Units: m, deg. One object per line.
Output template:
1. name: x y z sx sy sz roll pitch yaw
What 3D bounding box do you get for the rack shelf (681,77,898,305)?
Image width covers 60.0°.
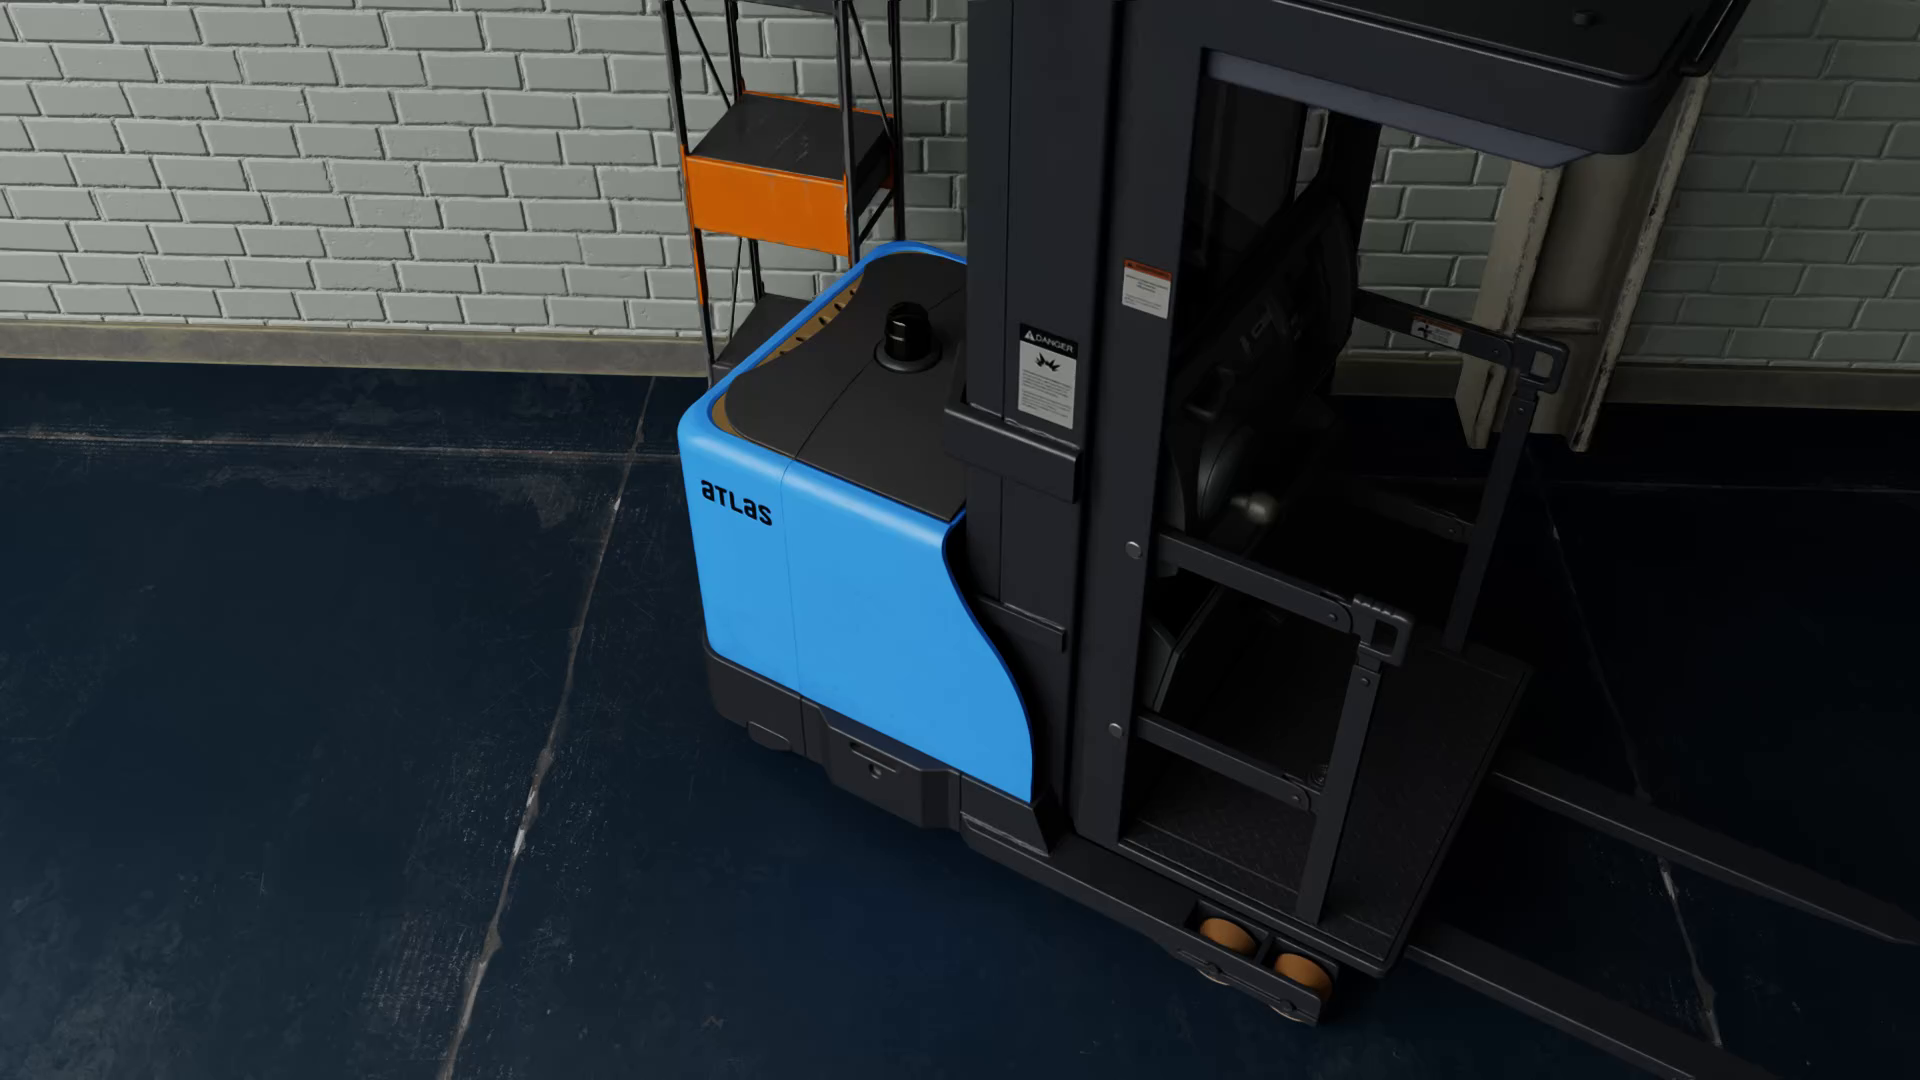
1. rack shelf: -0.464 -0.956 4.756 0.480 0.518 0.431 13 44 13

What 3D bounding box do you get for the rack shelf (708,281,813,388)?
1. rack shelf: -0.464 -0.444 5.233 0.480 0.518 0.431 13 44 13

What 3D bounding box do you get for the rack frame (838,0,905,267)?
1. rack frame: -0.232 -0.914 4.690 0.015 2.100 0.400 13 44 13

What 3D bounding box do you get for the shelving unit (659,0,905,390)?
1. shelving unit: -0.464 -0.966 4.746 0.503 2.100 0.431 13 44 13

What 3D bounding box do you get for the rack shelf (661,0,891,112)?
1. rack shelf: -0.464 -1.468 4.278 0.480 0.518 0.431 13 44 13

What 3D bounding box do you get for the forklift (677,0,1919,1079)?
1. forklift: 0.826 -0.333 3.457 3.031 2.935 1.130 22 47 22

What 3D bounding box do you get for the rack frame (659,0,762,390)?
1. rack frame: -0.695 -1.018 4.802 0.015 2.100 0.400 13 44 13
